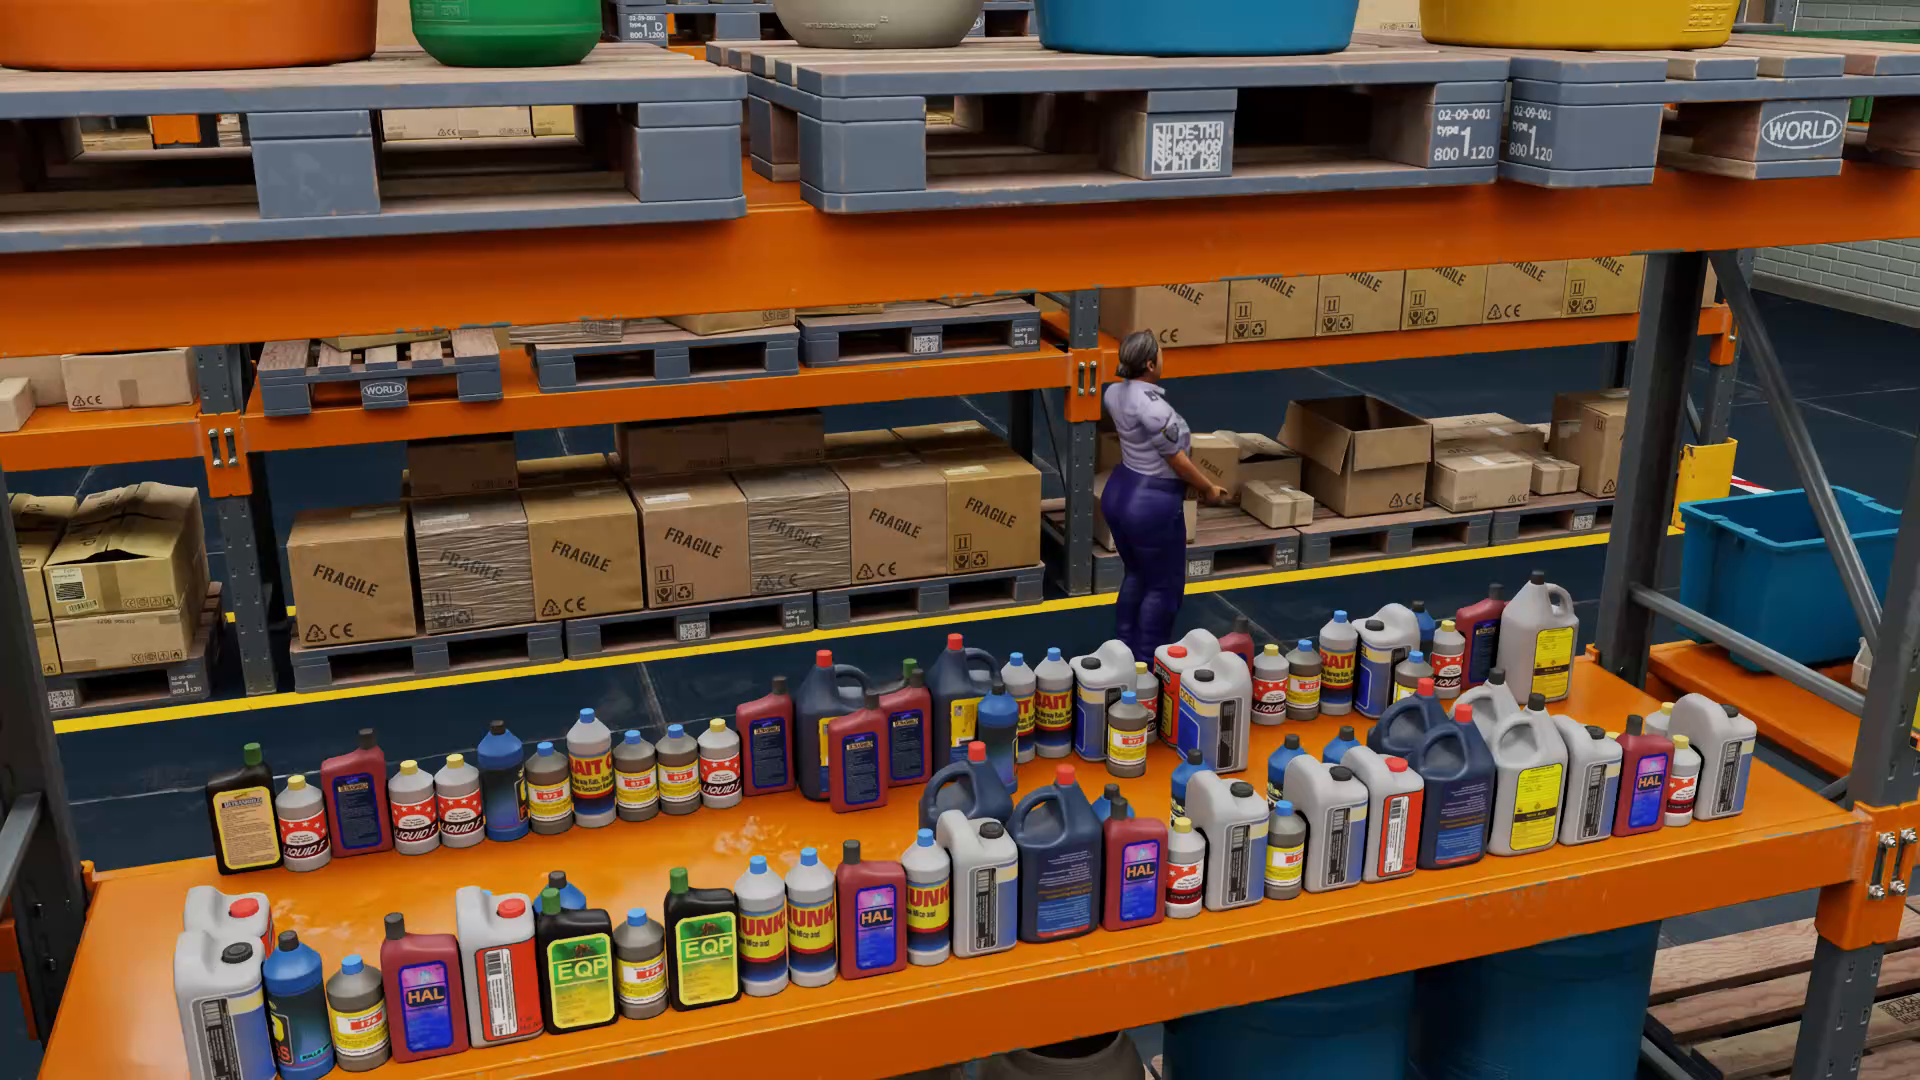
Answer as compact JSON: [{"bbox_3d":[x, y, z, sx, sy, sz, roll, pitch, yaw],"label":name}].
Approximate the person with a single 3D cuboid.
[{"bbox_3d":[0.912,-0.146,7.522,0.520,1.639,0.453,-9,21,-23],"label":"person"}]
